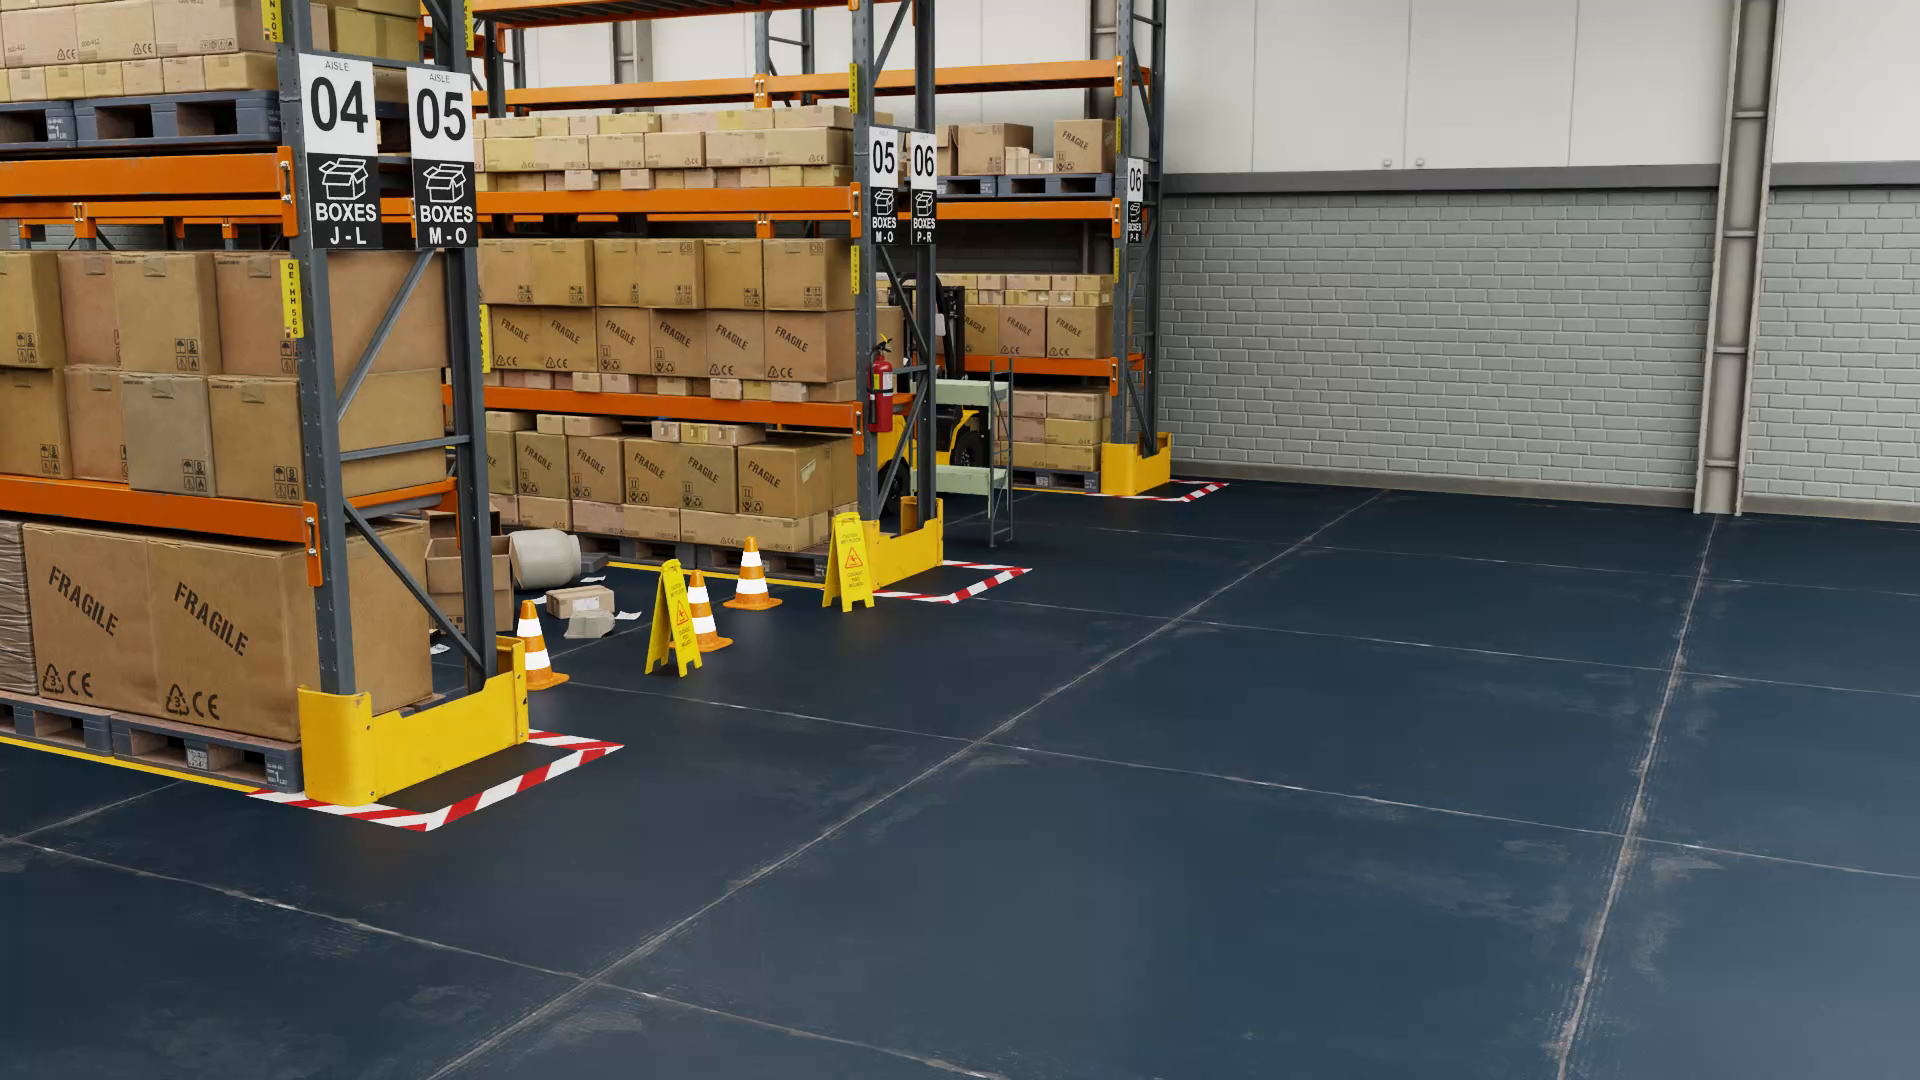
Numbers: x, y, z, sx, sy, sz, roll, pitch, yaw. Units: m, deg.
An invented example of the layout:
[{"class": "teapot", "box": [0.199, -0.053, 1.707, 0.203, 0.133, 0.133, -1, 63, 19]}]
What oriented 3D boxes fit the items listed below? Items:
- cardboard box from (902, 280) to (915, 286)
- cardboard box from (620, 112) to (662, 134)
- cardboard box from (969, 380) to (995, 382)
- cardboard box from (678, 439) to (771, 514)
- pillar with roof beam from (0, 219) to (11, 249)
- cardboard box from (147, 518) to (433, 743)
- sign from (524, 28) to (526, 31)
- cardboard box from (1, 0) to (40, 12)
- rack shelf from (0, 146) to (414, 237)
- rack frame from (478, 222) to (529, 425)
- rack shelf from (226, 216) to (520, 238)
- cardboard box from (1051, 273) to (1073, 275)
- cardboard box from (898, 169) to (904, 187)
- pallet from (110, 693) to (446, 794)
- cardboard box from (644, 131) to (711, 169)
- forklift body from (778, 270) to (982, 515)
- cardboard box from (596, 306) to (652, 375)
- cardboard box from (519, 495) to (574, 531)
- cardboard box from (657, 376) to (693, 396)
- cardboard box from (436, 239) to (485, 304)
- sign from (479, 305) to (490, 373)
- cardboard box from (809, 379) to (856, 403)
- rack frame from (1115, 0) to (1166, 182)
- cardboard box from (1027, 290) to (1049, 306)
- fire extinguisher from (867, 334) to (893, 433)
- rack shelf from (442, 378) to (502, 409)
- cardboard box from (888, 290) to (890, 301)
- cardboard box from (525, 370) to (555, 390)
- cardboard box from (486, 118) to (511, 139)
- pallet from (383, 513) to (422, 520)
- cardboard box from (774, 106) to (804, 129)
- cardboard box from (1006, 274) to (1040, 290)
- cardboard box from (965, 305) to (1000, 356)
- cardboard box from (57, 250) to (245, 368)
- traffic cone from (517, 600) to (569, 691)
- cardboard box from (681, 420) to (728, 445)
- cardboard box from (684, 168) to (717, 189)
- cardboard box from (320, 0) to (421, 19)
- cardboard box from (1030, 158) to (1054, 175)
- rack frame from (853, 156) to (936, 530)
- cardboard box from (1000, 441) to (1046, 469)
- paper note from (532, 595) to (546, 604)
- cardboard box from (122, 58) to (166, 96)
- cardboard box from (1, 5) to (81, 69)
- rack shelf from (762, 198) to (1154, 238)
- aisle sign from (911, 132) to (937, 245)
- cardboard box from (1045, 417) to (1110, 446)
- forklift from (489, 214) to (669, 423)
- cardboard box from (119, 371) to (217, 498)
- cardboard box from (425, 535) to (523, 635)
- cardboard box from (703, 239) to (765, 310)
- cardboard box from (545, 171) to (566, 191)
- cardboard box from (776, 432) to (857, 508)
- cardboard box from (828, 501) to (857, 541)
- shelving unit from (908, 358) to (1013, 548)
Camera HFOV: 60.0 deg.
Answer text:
[{"class": "cardboard box", "box": [-0.502, -2.673, 17.137, 0.250, 0.149, 0.380, 5, 11, 26]}, {"class": "cardboard box", "box": [-2.277, -3.051, 12.208, 0.250, 0.149, 0.380, 5, 12, 27]}, {"class": "cardboard box", "box": [0.043, -1.539, 17.546, 0.500, 0.250, 0.500, 5, 11, 25]}, {"class": "cardboard box", "box": [-1.756, -0.496, 12.482, 0.500, 0.500, 0.500, 6, 12, 28]}, {"class": "pillar with roof beam", "box": [-16.533, -5.886, 20.983, 0.400, 9.000, 9.100, 5, 11, 26]}, {"class": "cardboard box", "box": [-3.190, 0.384, 7.975, 0.875, 0.875, 0.875, 5, 11, 26]}, {"class": "sign", "box": [-5.192, -6.213, 19.723, 0.005, 0.325, 0.100, 5, 11, 26]}, {"class": "cardboard box", "box": [-4.145, -2.486, 7.626, 0.250, 0.149, 0.380, 5, 11, 25]}, {"class": "rack shelf", "box": [-4.346, -1.692, 8.254, 4.000, 0.370, 1.077, 5, 11, 26]}, {"class": "rack frame", "box": [-5.434, -2.634, 19.864, 0.127, 3.000, 1.000, 5, 11, 26]}, {"class": "rack shelf", "box": [-7.228, -3.914, 20.531, 4.000, 0.370, 1.077, 5, 11, 26]}, {"class": "cardboard box", "box": [1.071, -2.624, 16.868, 0.250, 0.149, 0.380, 5, 12, 27]}, {"class": "cardboard box", "box": [-0.607, -2.641, 12.185, 0.250, 0.149, 0.380, 5, 11, 26]}, {"class": "pallet", "box": [-3.304, 0.909, 8.114, 1.213, 0.211, 1.003, 5, 11, 26]}, {"class": "cardboard box", "box": [-1.949, -2.837, 12.145, 0.500, 0.250, 0.500, 5, 12, 27]}, {"class": "forklift body", "box": [-0.768, -1.444, 15.672, 1.214, 2.155, 2.313, 5, 11, 26]}, {"class": "cardboard box", "box": [-2.402, -1.528, 12.637, 0.500, 0.500, 0.500, 5, 11, 26]}, {"class": "cardboard box", "box": [-3.147, -0.250, 13.230, 0.500, 0.250, 0.500, 6, 12, 29]}, {"class": "cardboard box", "box": [-2.061, -1.172, 12.490, 0.250, 0.149, 0.380, 5, 11, 25]}, {"class": "cardboard box", "box": [-3.741, -2.144, 13.233, 0.500, 0.500, 0.700, 5, 11, 25]}, {"class": "sign", "box": [-2.302, -0.966, 7.989, 0.005, 0.325, 0.100, 5, 11, 26]}, {"class": "cardboard box", "box": [-0.883, -1.083, 11.995, 0.250, 0.149, 0.380, 5, 12, 28]}, {"class": "rack frame", "box": [1.740, -4.956, 15.846, 0.127, 3.000, 1.000, 5, 11, 26]}, {"class": "cardboard box", "box": [0.857, -2.401, 16.470, 0.250, 0.149, 0.380, 5, 12, 27]}, {"class": "fire extinguisher", "box": [-0.554, -1.090, 11.549, 0.183, 0.674, 0.296, 5, 11, 26]}, {"class": "rack shelf", "box": [-5.834, -1.330, 14.675, 4.000, 0.370, 1.077, 5, 11, 26]}, {"class": "cardboard box", "box": [-0.543, -2.515, 17.102, 0.250, 0.149, 0.380, 5, 11, 24]}, {"class": "cardboard box", "box": [-3.192, -1.274, 13.051, 0.250, 0.149, 0.380, 5, 12, 28]}, {"class": "cardboard box", "box": [-3.423, -3.156, 12.789, 0.250, 0.149, 0.380, 5, 11, 24]}, {"class": "pallet", "box": [-4.739, -0.215, 14.326, 1.213, 0.211, 1.003, 5, 11, 26]}, {"class": "cardboard box", "box": [-1.101, -2.962, 11.716, 0.250, 0.149, 0.380, 5, 12, 27]}, {"class": "cardboard box", "box": [0.654, -2.576, 16.601, 0.250, 0.149, 0.380, 5, 11, 26]}, {"class": "cardboard box", "box": [0.262, -2.133, 16.811, 0.500, 0.500, 0.500, 5, 11, 25]}, {"class": "cardboard box", "box": [-3.844, -1.147, 8.194, 0.550, 0.550, 0.875, 5, 11, 26]}, {"class": "traffic cone", "box": [-2.401, 0.567, 9.297, 0.334, 0.463, 0.336, 5, 11, 26]}, {"class": "cardboard box", "box": [-1.870, -0.813, 12.413, 0.250, 0.149, 0.380, 5, 12, 27]}, {"class": "cardboard box", "box": [-1.800, -2.630, 12.123, 0.250, 0.149, 0.380, 5, 11, 25]}, {"class": "cardboard box", "box": [-2.711, -2.490, 7.651, 0.250, 0.149, 0.380, 5, 11, 26]}, {"class": "cardboard box", "box": [0.863, -3.629, 16.182, 0.250, 0.149, 0.380, 5, 11, 24]}, {"class": "rack frame", "box": [-0.453, -1.211, 11.999, 0.127, 3.000, 1.000, 5, 11, 26]}, {"class": "cardboard box", "box": [0.737, -0.885, 16.739, 0.500, 0.250, 0.500, 5, 11, 26]}, {"class": "paper note", "box": [-2.877, 0.408, 11.421, 0.148, 0.019, 0.142, -10, 14, -43]}, {"class": "cardboard box", "box": [-3.457, -2.033, 7.363, 0.250, 0.149, 0.380, 5, 11, 27]}, {"class": "cardboard box", "box": [-4.013, -2.290, 7.664, 0.500, 0.250, 0.500, 5, 11, 25]}, {"class": "rack shelf", "box": [-0.054, -3.284, 17.048, 4.000, 0.370, 1.077, 5, 11, 26]}, {"class": "aisle sign", "box": [-0.260, -2.535, 12.014, 0.004, 0.787, 0.394, 5, 11, 26]}, {"class": "cardboard box", "box": [1.165, -1.092, 16.479, 0.500, 0.250, 0.500, 5, 11, 25]}, {"class": "forklift", "box": [-3.335, -1.614, 14.420, 1.130, 2.935, 3.031, 2, 10, 12]}, {"class": "cardboard box", "box": [-3.408, -0.548, 7.915, 0.550, 0.550, 0.875, 5, 11, 26]}, {"class": "cardboard box", "box": [-3.148, 0.283, 10.752, 0.637, 0.503, 0.797, -2, 11, -14]}, {"class": "cardboard box", "box": [-1.458, -1.945, 12.131, 0.500, 0.500, 0.700, 5, 11, 26]}, {"class": "cardboard box", "box": [-2.946, -2.734, 12.699, 0.250, 0.149, 0.380, 5, 11, 24]}, {"class": "cardboard box", "box": [-1.076, -0.543, 12.744, 0.500, 0.500, 0.500, 5, 11, 24]}, {"class": "cardboard box", "box": [-1.054, -0.172, 12.801, 0.500, 0.250, 0.500, 5, 11, 25]}, {"class": "shelving unit", "box": [0.006, -0.737, 13.594, 0.755, 1.500, 0.431, 5, 11, 26]}]
